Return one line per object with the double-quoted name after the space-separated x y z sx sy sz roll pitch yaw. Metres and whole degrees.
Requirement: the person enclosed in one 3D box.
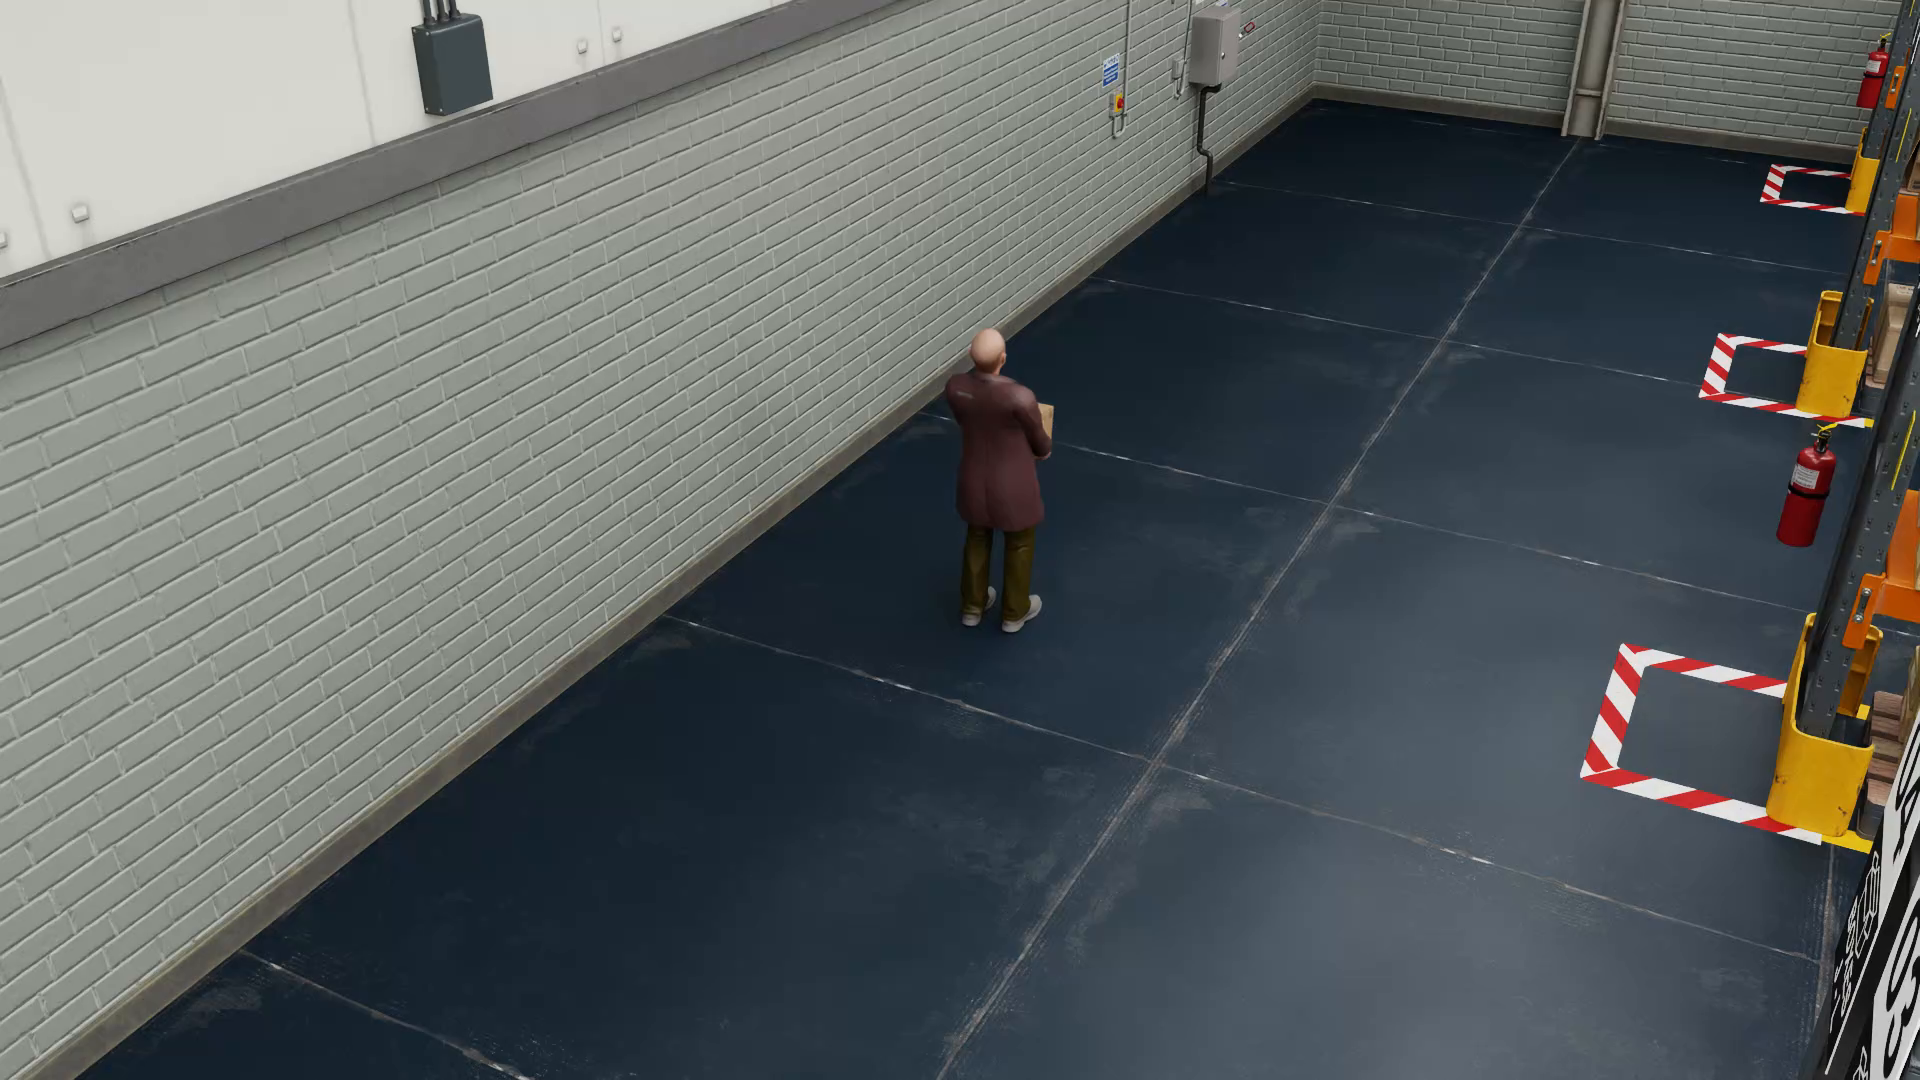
0.239 -0.362 8.955 0.527 1.769 0.563 15 33 24 "person"
